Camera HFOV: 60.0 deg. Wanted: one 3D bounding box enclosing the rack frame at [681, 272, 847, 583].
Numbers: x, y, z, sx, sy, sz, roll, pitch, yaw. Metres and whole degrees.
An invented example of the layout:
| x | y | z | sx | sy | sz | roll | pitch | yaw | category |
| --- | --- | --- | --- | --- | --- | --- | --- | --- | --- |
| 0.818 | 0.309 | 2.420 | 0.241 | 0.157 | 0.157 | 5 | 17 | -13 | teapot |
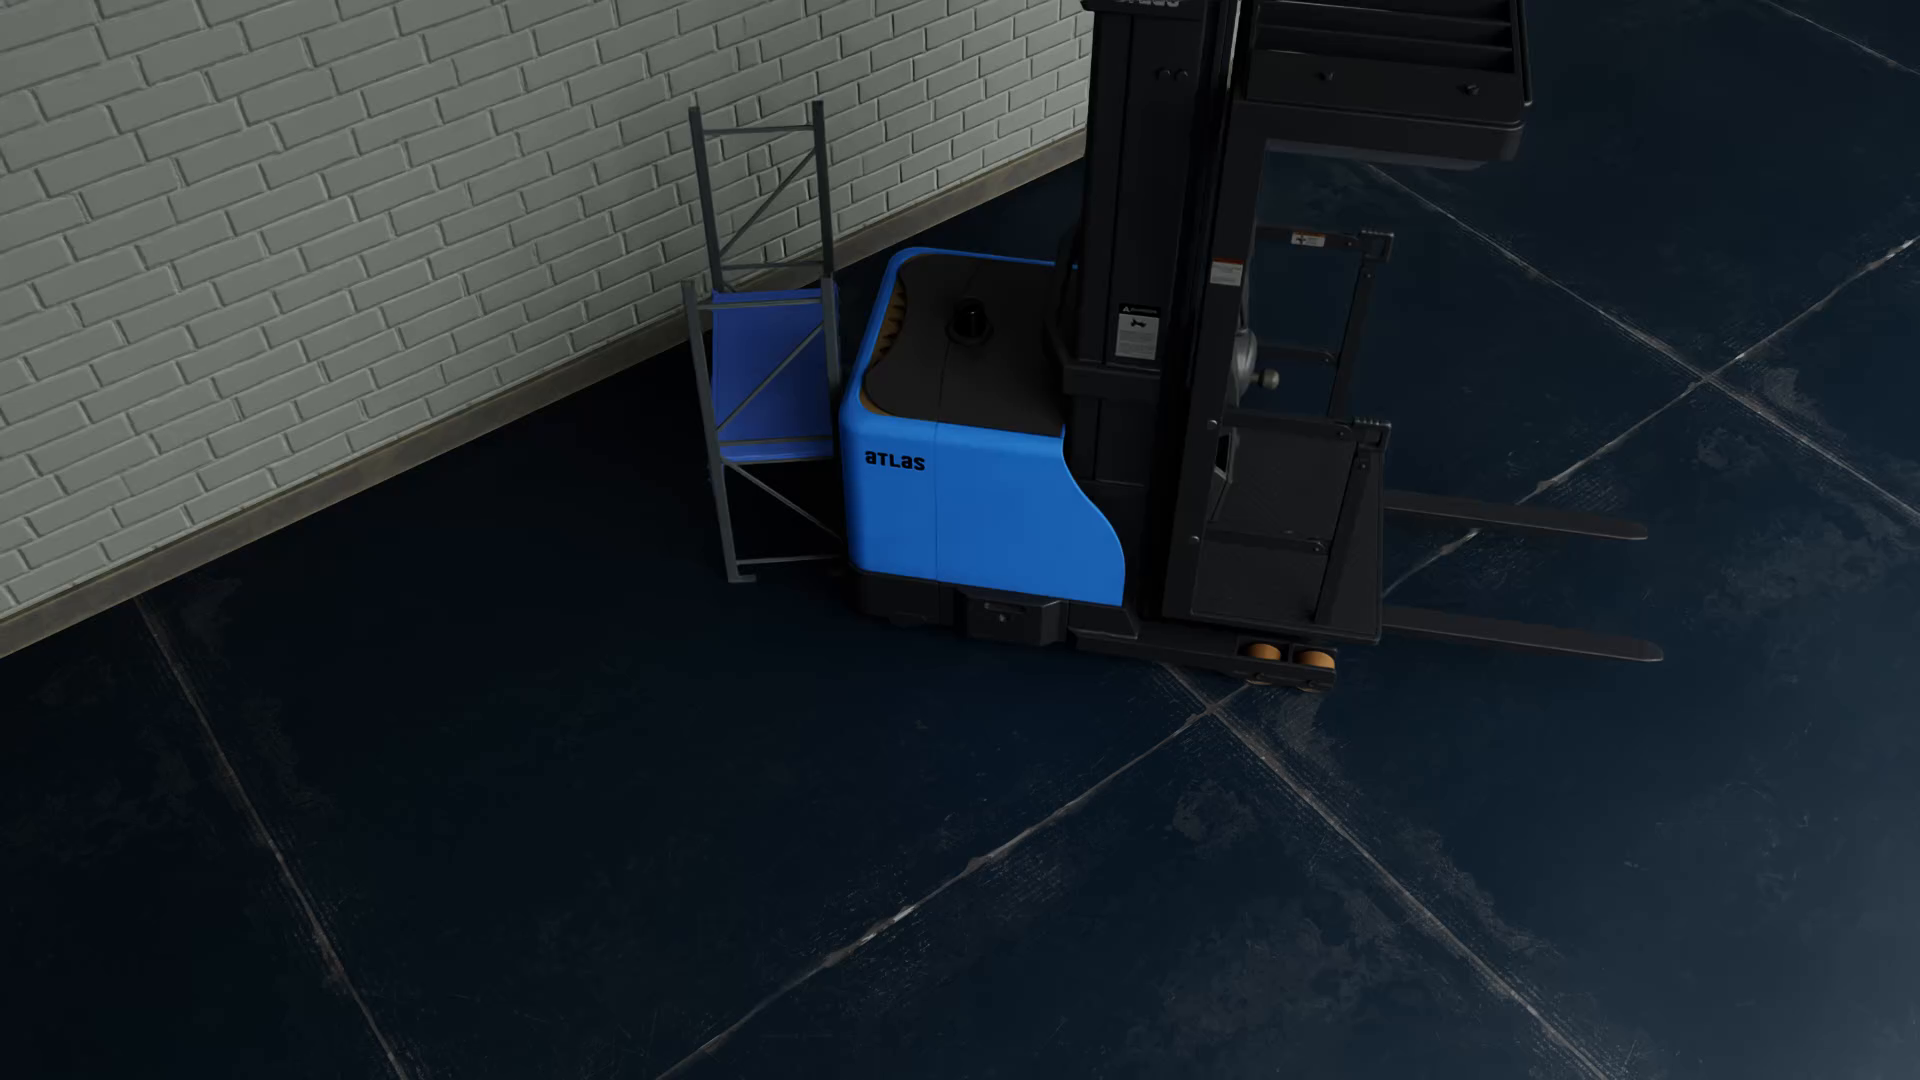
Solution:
| x | y | z | sx | sy | sz | roll | pitch | yaw | category |
| --- | --- | --- | --- | --- | --- | --- | --- | --- | --- |
| -0.672 | -0.360 | 6.063 | 0.500 | 1.500 | 0.032 | -4 | 48 | -3 | rack frame |

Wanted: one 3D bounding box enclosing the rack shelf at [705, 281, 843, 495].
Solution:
| x | y | z | sx | sy | sz | roll | pitch | yaw | category |
| --- | --- | --- | --- | --- | --- | --- | --- | --- | --- |
| -0.716 | -0.615 | 6.537 | 0.538 | 0.185 | 1.000 | -4 | 48 | -3 | rack shelf |

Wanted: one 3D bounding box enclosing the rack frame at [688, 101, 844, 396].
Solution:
| x | y | z | sx | sy | sz | roll | pitch | yaw | category |
| --- | --- | --- | --- | --- | --- | --- | --- | --- | --- |
| -0.759 | -1.111 | 6.743 | 0.500 | 1.500 | 0.032 | -4 | 48 | -3 | rack frame |

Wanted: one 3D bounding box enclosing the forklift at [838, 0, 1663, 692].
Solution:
| x | y | z | sx | sy | sz | roll | pitch | yaw | category |
| --- | --- | --- | --- | --- | --- | --- | --- | --- | --- |
| 1.131 | -0.843 | 5.535 | 3.031 | 2.935 | 1.130 | 8 | 48 | 7 | forklift |

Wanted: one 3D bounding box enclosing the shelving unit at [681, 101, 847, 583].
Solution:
| x | y | z | sx | sy | sz | roll | pitch | yaw | category |
| --- | --- | --- | --- | --- | --- | --- | --- | --- | --- |
| -0.716 | -0.736 | 6.403 | 0.538 | 1.500 | 1.048 | -4 | 48 | -3 | shelving unit |
